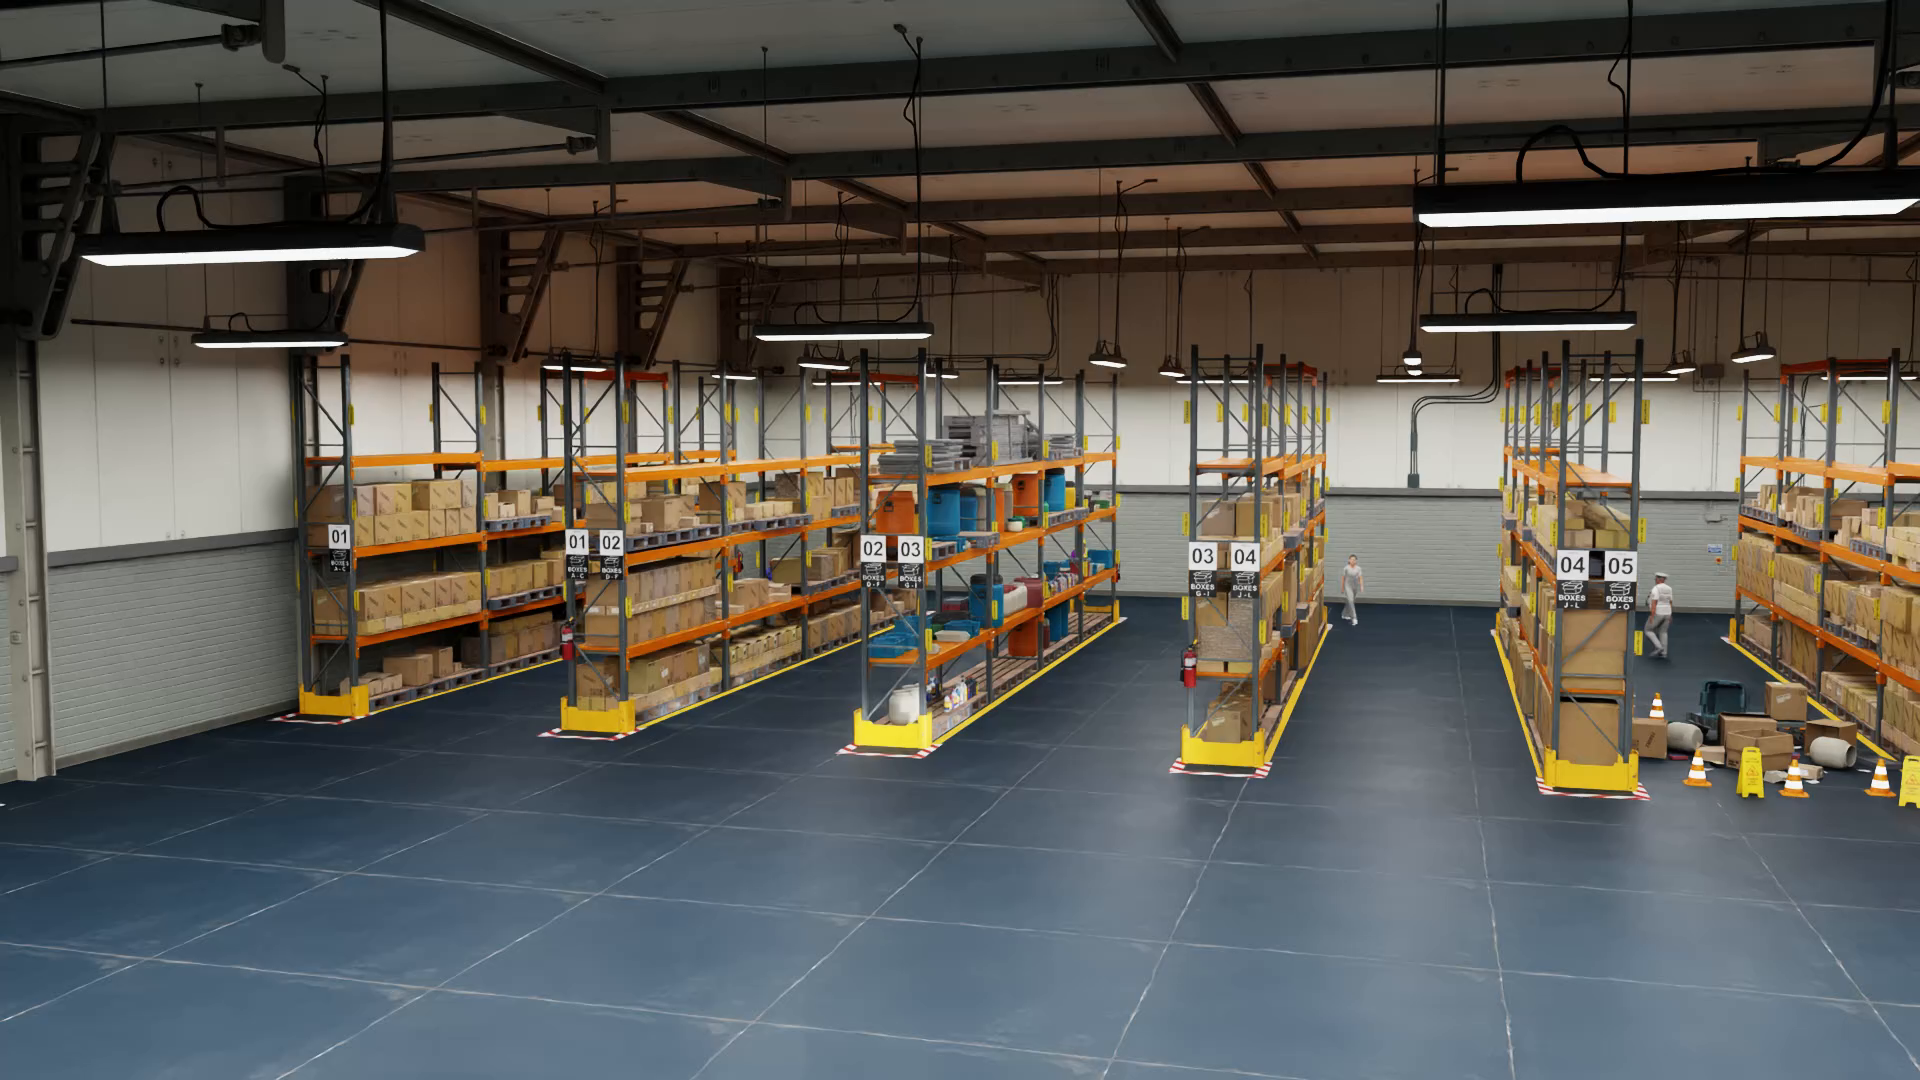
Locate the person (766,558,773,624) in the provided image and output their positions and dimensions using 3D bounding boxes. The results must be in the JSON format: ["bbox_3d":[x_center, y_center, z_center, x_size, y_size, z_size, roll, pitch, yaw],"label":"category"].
[{"bbox_3d":[-4.446,1.271,39.574,0.517,1.490,1.033,1,4,12],"label":"person"}]

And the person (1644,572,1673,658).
[{"bbox_3d":[14.463,1.548,34.318,0.587,1.763,0.464,-2,5,-22],"label":"person"}]

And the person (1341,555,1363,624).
[{"bbox_3d":[9.470,1.167,40.110,0.443,1.630,0.997,-1,4,-17],"label":"person"}]

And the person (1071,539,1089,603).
[{"bbox_3d":[3.255,0.811,44.257,0.578,1.701,1.120,-1,5,-18],"label":"person"}]
